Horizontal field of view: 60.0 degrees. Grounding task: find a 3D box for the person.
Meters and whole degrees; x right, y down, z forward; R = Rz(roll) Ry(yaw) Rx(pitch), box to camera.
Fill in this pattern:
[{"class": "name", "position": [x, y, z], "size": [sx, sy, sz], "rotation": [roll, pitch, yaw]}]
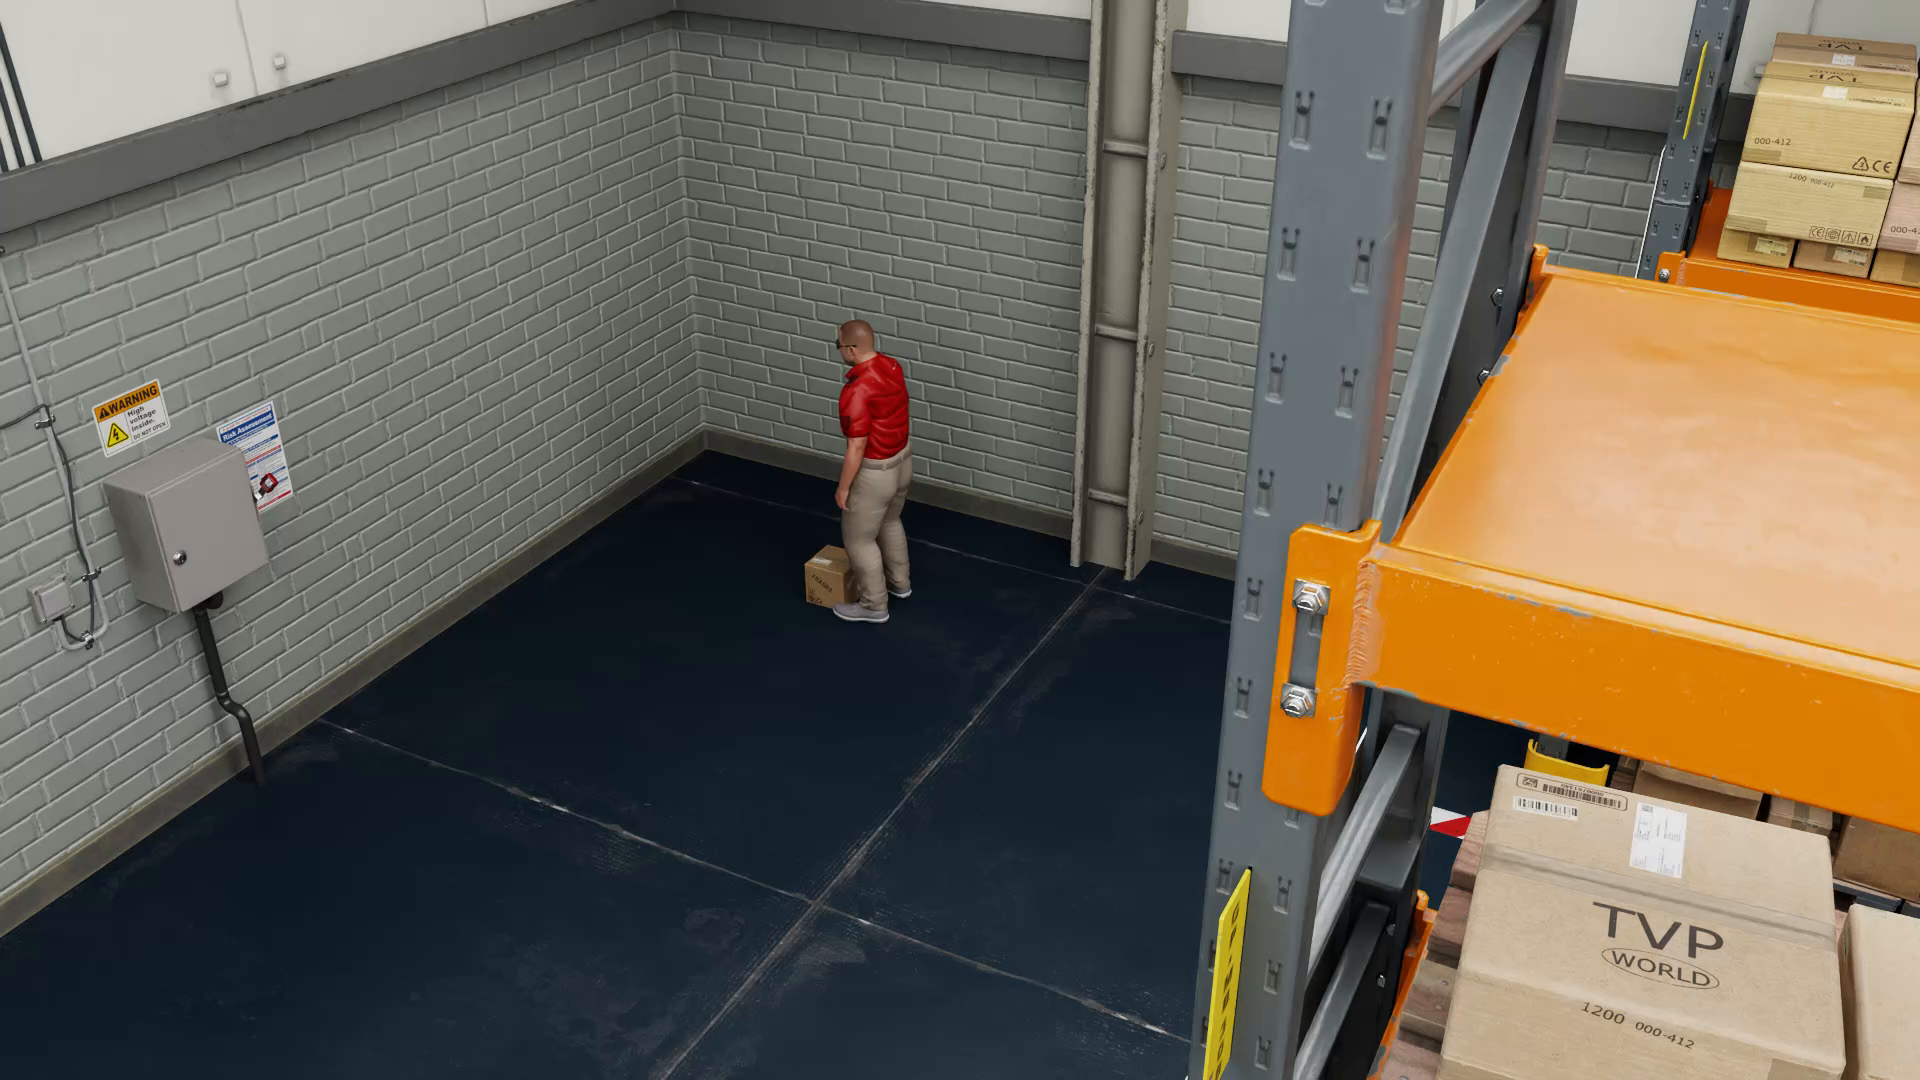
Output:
[{"class": "person", "position": [-0.475, -0.373, 8.956], "size": [0.394, 1.727, 0.587], "rotation": [15, 33, 24]}]
